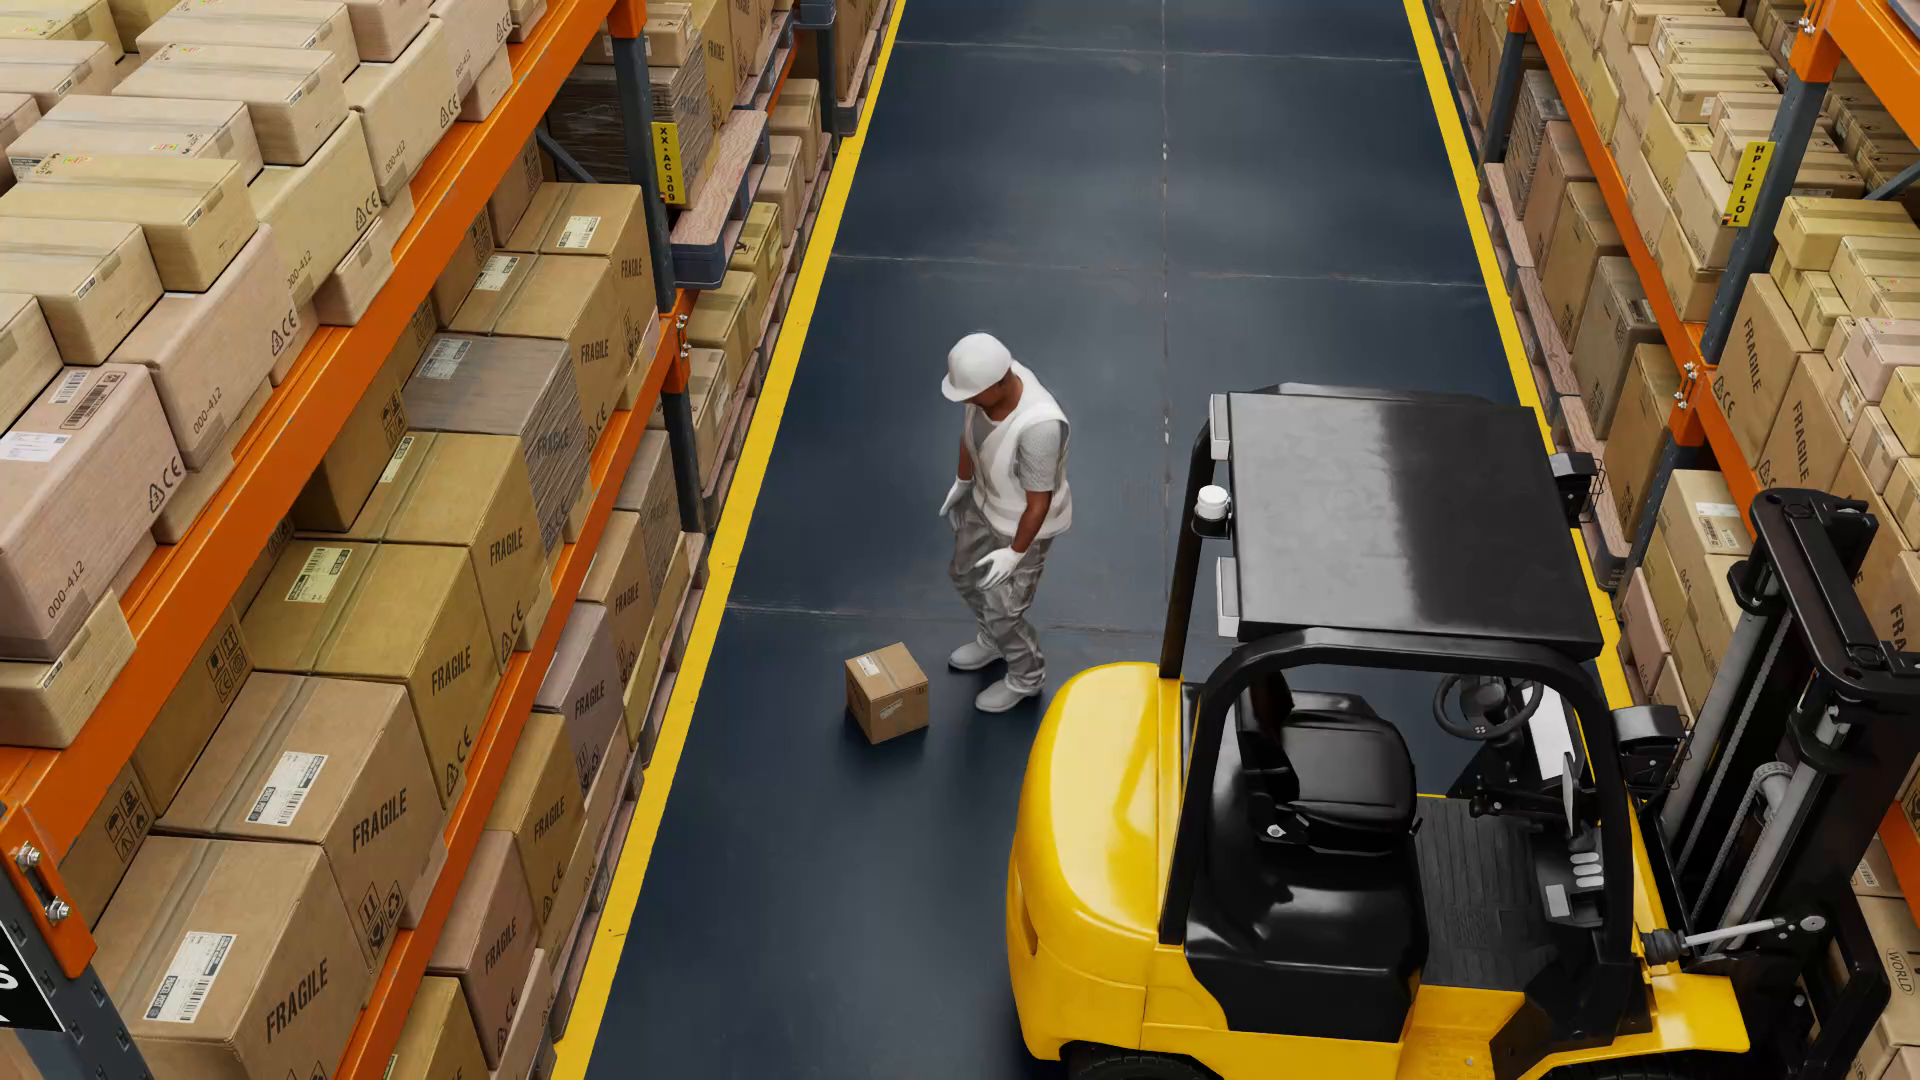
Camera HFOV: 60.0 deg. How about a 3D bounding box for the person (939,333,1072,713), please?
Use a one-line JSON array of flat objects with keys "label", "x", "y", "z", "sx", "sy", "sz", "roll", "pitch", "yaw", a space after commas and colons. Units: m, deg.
[{"label": "person", "x": 0.168, "y": -0.075, "z": 6.291, "sx": 0.497, "sy": 1.709, "sz": 0.580, "roll": -17, "pitch": 43, "yaw": -19}]
